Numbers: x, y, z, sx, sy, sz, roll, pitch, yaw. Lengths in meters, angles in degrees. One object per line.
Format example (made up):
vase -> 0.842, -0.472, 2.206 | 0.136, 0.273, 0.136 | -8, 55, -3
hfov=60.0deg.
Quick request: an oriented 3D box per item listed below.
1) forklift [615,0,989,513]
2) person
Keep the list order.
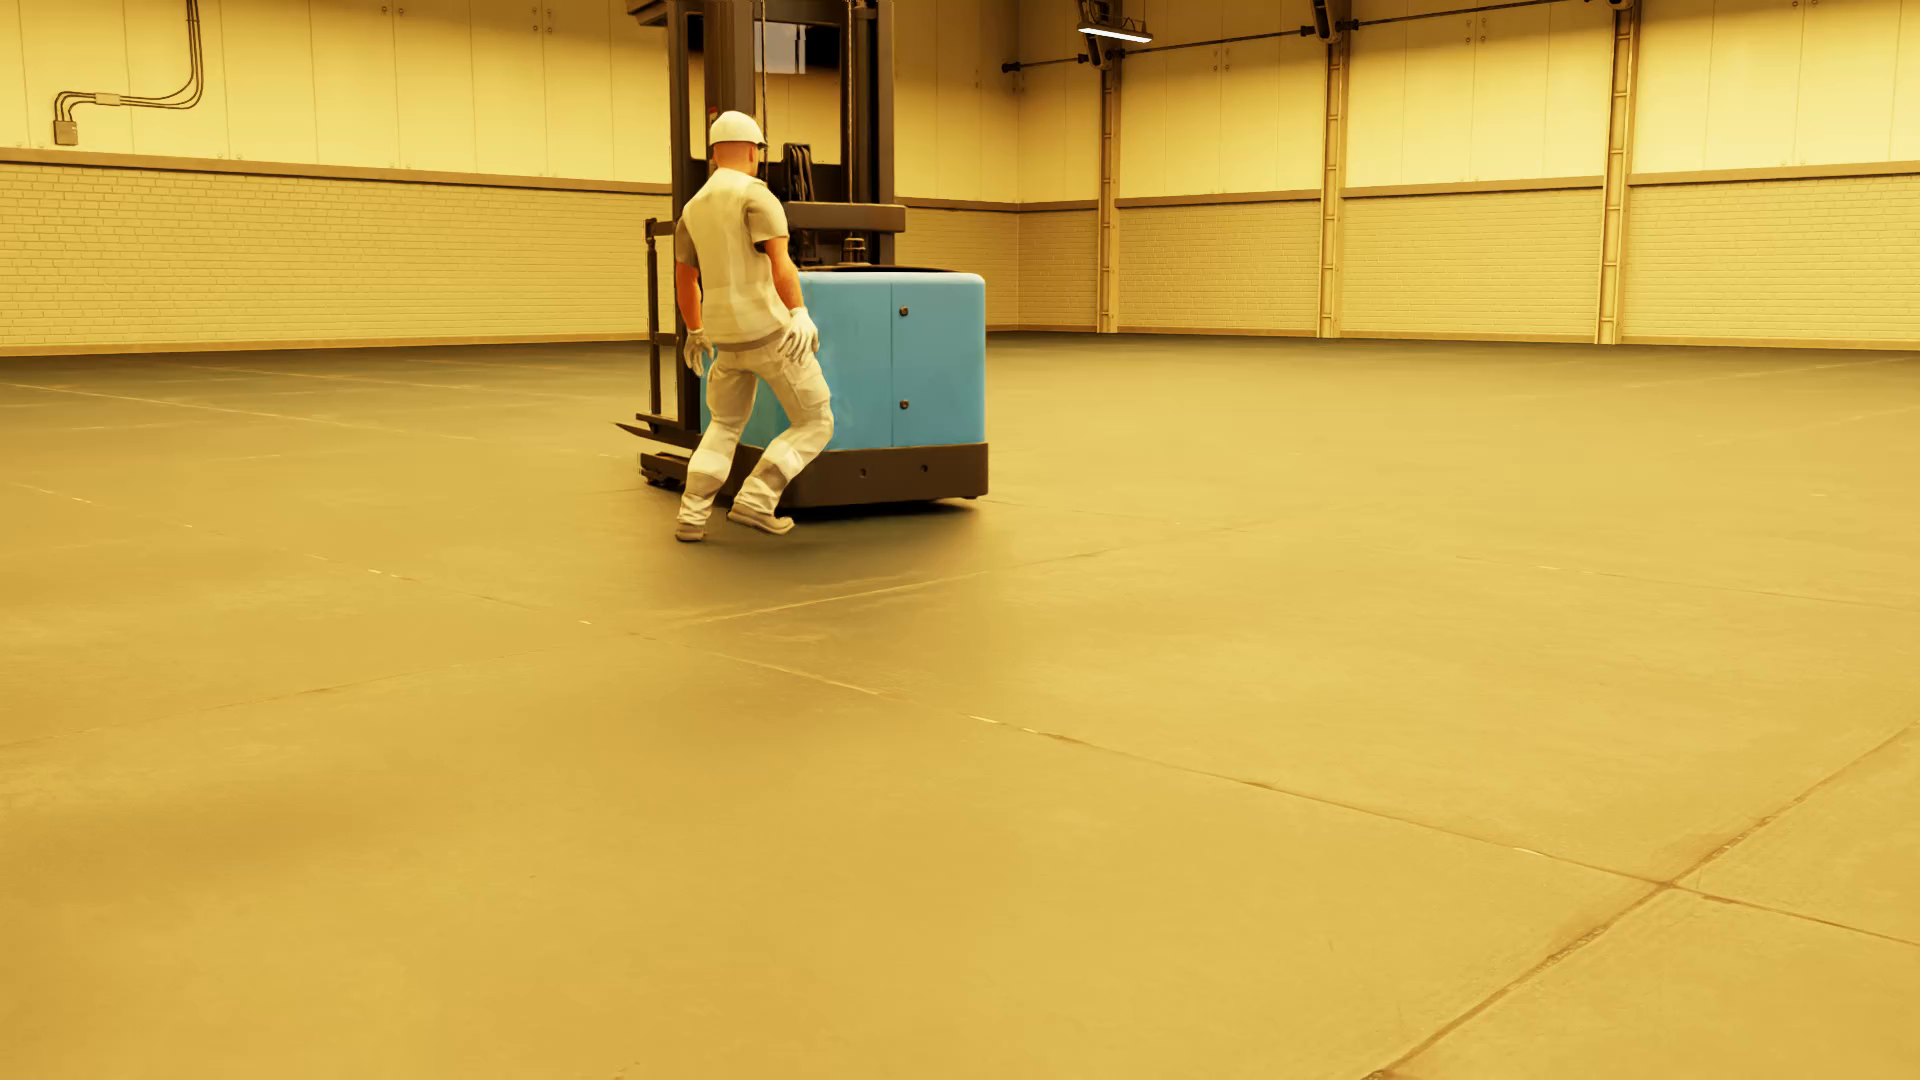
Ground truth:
forklift -> -1.014, -1.745, 8.466 | 1.130, 2.935, 3.031 | -5, 10, -28
person -> -0.826, -0.824, 6.532 | 0.490, 1.692, 0.923 | -8, 12, -43
